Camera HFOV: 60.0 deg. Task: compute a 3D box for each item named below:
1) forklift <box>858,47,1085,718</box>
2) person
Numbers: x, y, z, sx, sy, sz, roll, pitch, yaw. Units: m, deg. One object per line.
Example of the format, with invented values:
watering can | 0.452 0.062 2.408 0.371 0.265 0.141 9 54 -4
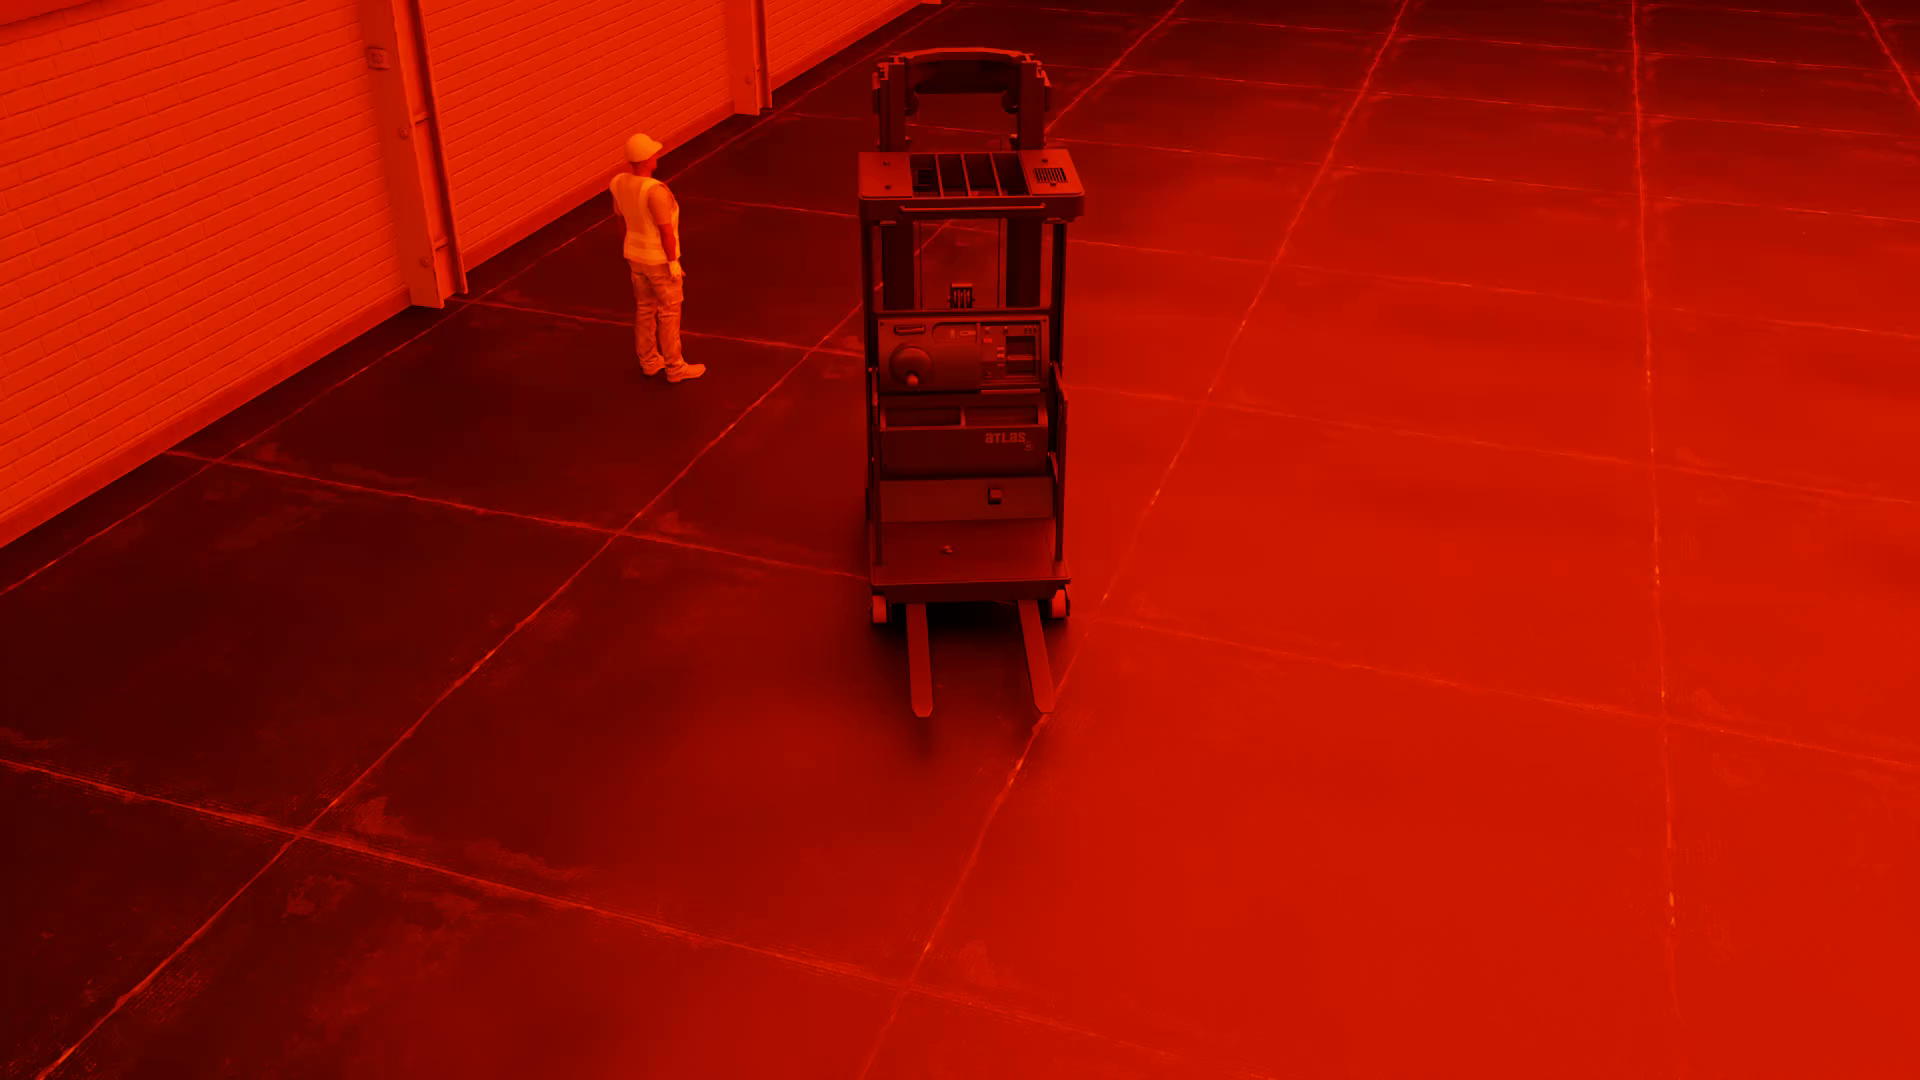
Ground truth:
forklift | 0.035 -0.972 8.842 1.130 2.935 3.031 -2 30 -3
person | -2.167 -2.009 11.817 0.536 1.790 0.386 22 36 33
